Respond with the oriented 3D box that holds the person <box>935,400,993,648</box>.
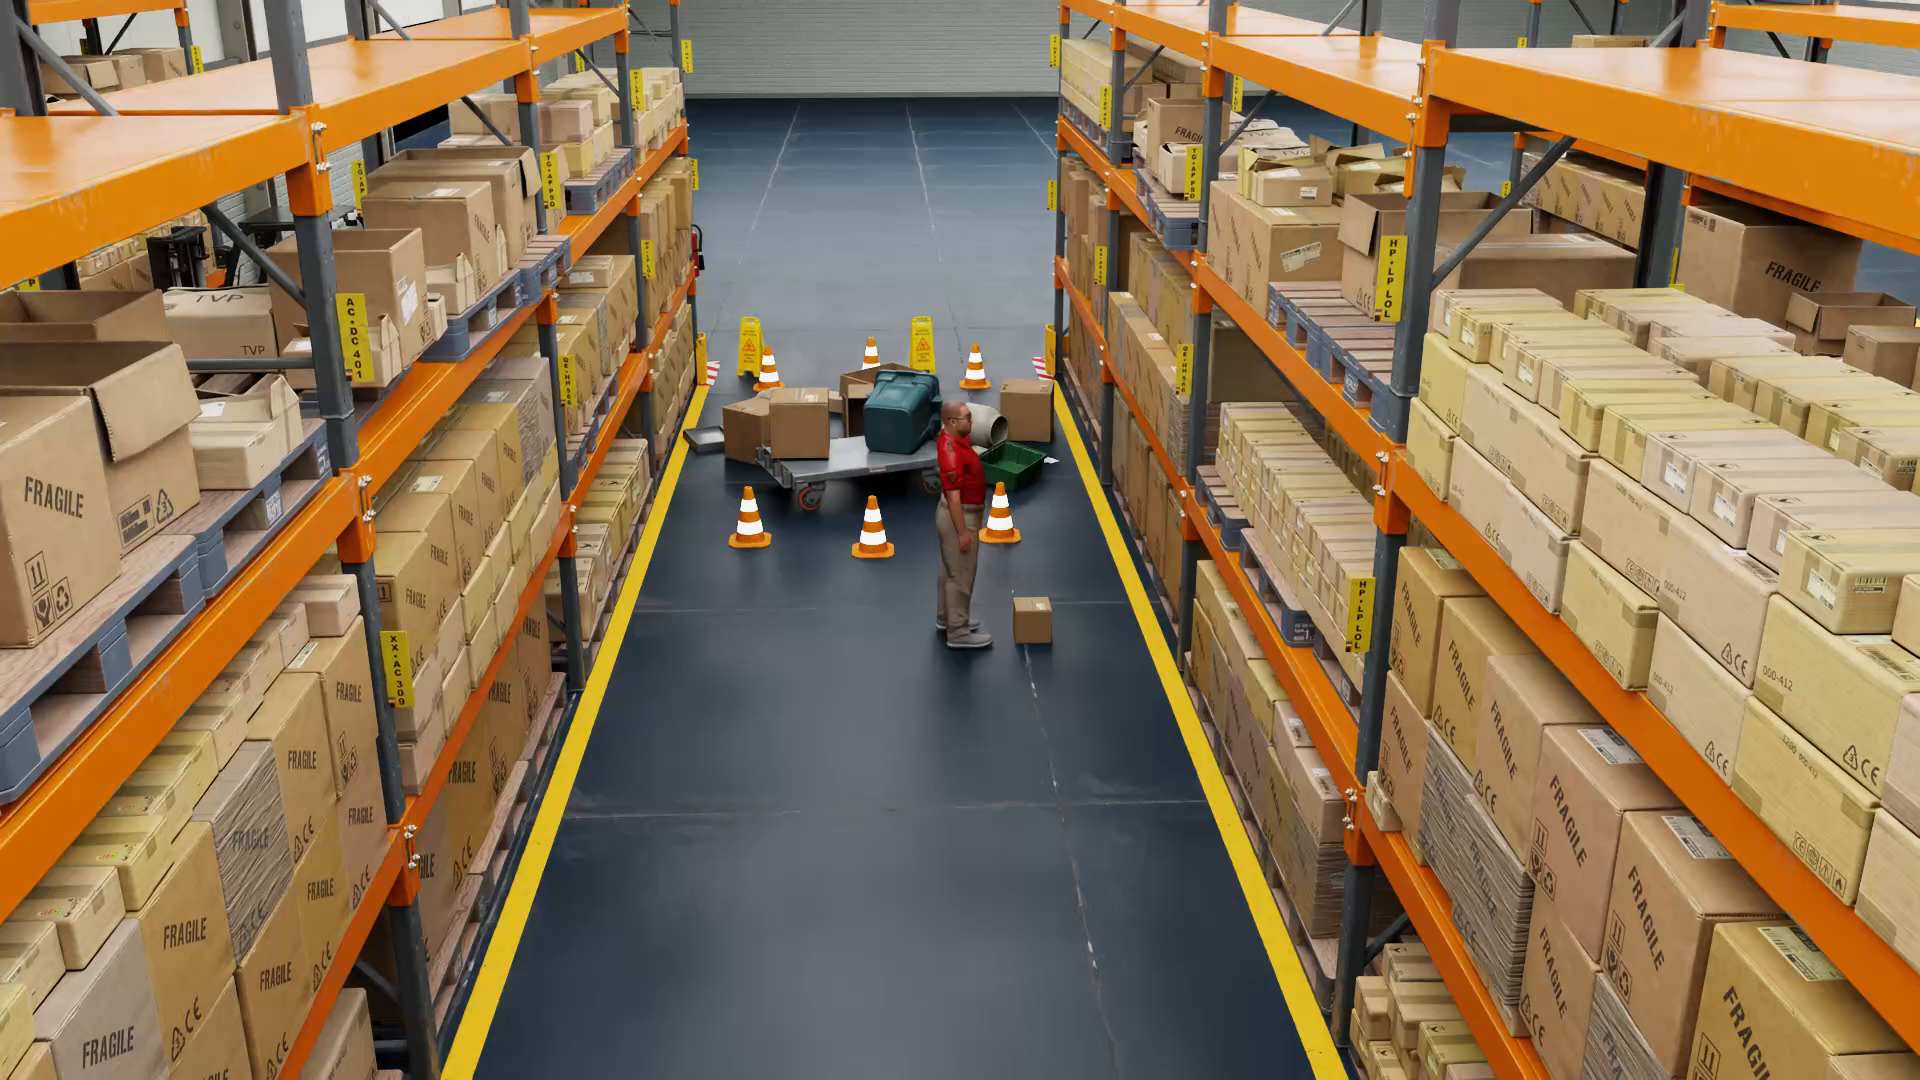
[{"bbox_3d":[0.029,-0.121,11.418,0.393,1.737,0.534,-1,20,-2],"label":"person"}]
